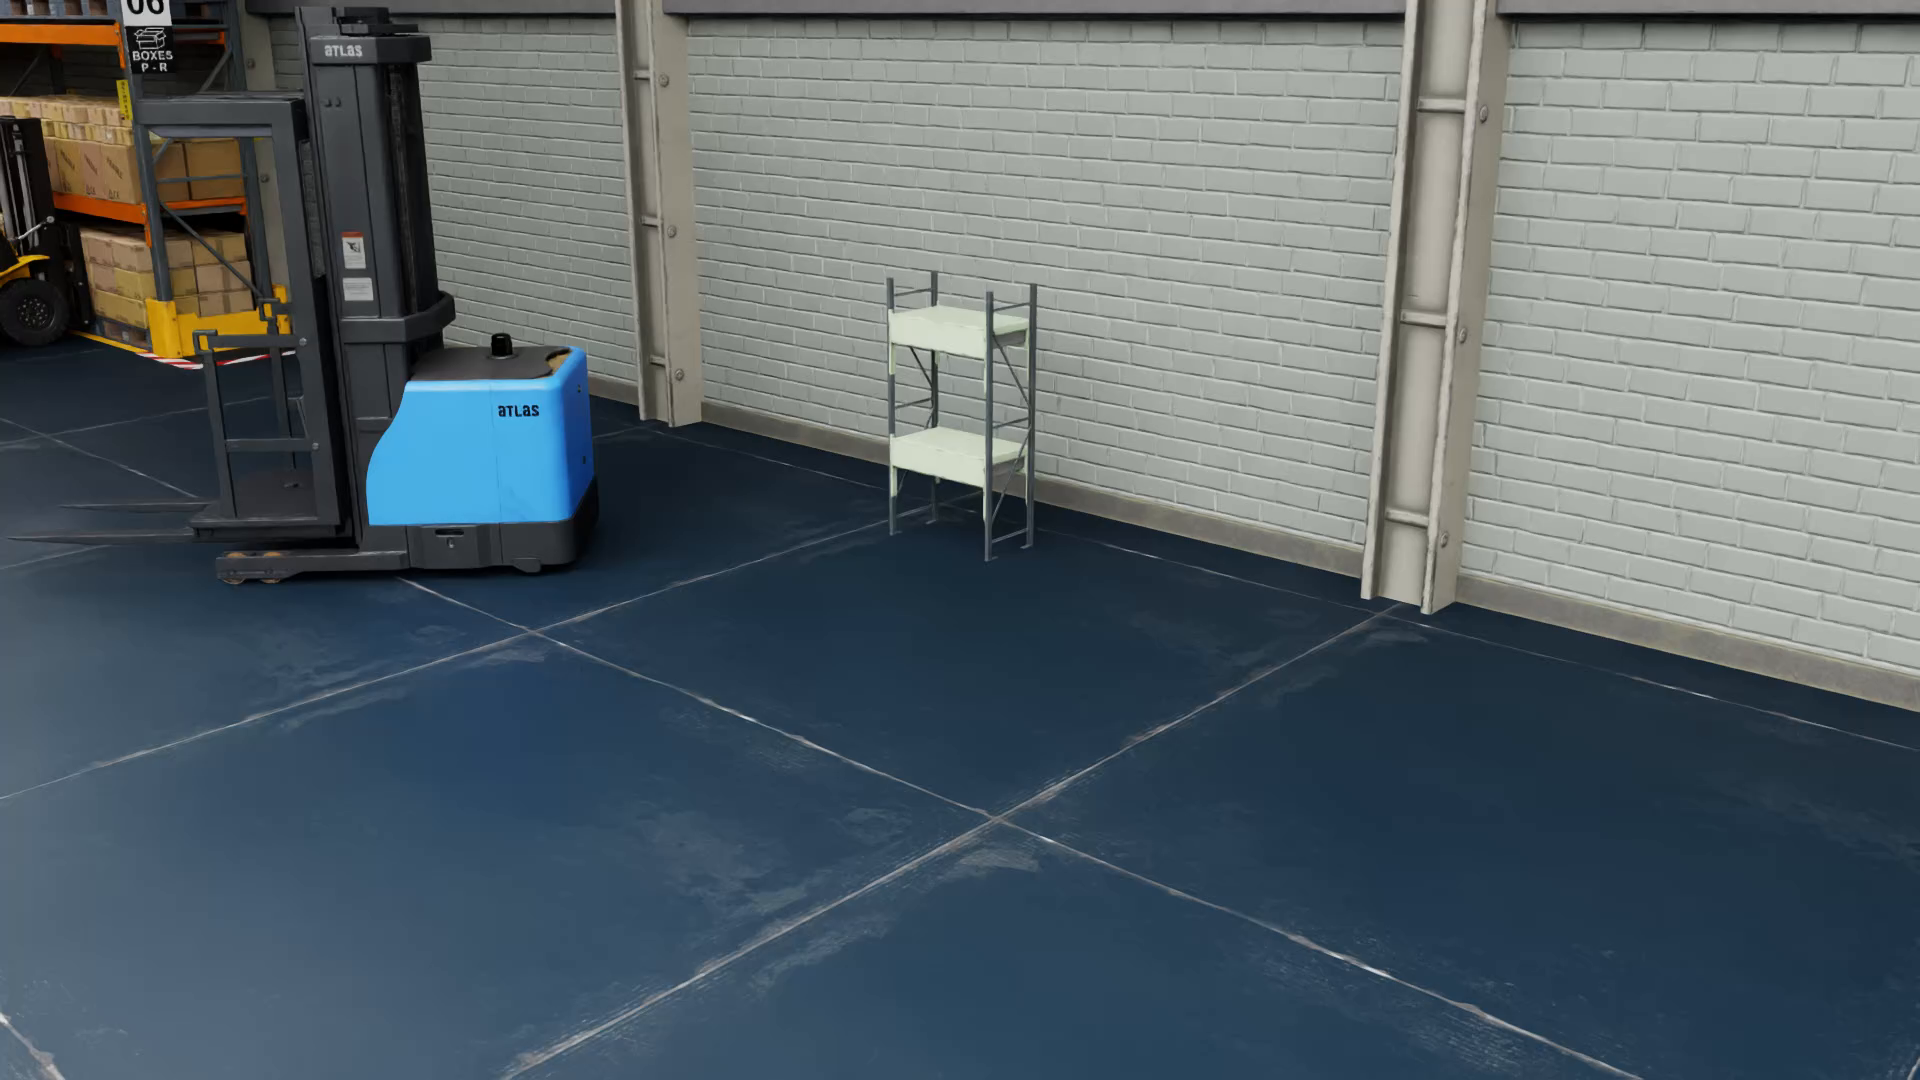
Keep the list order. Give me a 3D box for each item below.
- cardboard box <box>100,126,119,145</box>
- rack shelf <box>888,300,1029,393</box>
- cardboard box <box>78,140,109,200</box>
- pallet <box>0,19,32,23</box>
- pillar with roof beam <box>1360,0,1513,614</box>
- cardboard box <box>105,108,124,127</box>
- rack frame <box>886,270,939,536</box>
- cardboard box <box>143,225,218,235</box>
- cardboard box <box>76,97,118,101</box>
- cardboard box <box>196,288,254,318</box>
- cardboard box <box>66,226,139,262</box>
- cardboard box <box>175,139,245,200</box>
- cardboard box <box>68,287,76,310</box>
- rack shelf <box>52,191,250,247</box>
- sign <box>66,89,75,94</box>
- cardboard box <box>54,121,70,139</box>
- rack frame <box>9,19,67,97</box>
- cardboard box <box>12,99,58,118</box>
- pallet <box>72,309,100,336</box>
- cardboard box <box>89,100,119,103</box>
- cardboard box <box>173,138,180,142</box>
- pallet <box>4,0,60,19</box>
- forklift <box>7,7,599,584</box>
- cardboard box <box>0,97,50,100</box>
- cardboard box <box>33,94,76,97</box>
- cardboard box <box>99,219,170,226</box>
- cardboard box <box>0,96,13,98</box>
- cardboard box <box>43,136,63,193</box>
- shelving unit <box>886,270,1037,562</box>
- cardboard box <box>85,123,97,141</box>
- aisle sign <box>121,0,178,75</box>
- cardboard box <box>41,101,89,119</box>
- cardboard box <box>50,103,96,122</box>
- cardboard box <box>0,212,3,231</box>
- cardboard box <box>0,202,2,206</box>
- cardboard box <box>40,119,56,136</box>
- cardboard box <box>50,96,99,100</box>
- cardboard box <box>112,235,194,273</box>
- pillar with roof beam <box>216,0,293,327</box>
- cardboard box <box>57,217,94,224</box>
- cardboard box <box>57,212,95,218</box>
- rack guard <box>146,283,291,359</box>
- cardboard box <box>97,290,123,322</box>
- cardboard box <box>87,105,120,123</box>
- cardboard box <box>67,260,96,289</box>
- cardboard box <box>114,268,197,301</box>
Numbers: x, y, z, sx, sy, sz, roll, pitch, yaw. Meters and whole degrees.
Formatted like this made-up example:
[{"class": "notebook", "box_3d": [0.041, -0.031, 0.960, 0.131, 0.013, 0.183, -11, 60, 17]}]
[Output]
[{"class": "cardboard box", "box_3d": [-7.375, -3.599, 14.755, 0.250, 0.149, 0.380, 16, 23, 40]}, {"class": "rack shelf", "box_3d": [0.005, -1.085, 9.263, 0.720, 0.370, 0.431, 15, 23, 39]}, {"class": "cardboard box", "box_3d": [-7.643, -3.385, 15.153, 0.500, 0.500, 0.500, 16, 24, 41]}, {"class": "pallet", "box_3d": [-10.379, -5.507, 17.363, 1.217, 0.209, 0.805, 14, 22, 37]}, {"class": "pillar with roof beam", "box_3d": [-0.523, -3.011, 4.223, 0.400, 9.000, 9.100, 15, 23, 39]}, {"class": "cardboard box", "box_3d": [-7.332, -3.757, 14.761, 0.250, 0.149, 0.380, 15, 23, 39]}, {"class": "rack frame", "box_3d": [-0.269, -0.787, 9.612, 0.023, 1.500, 0.400, 15, 23, 39]}, {"class": "cardboard box", "box_3d": [-7.329, -2.796, 15.662, 0.500, 0.250, 0.500, 15, 23, 39]}, {"class": "cardboard box", "box_3d": [-8.495, -4.295, 16.456, 0.250, 0.149, 0.380, 15, 23, 38]}, {"class": "cardboard box", "box_3d": [-6.956, -2.224, 15.511, 0.500, 0.250, 0.500, 15, 23, 39]}, {"class": "cardboard box", "box_3d": [-8.040, -2.780, 15.610, 0.500, 0.250, 0.500, 15, 23, 40]}, {"class": "cardboard box", "box_3d": [-6.905, -3.401, 15.205, 0.500, 0.500, 0.500, 16, 24, 41]}, {"class": "cardboard box", "box_3d": [-8.417, -2.407, 16.090, 0.500, 0.250, 0.500, 16, 24, 41]}, {"class": "rack shelf", "box_3d": [-8.215, -3.250, 16.083, 4.000, 0.370, 1.077, 15, 23, 39]}, {"class": "sign", "box_3d": [-9.343, -4.571, 17.493, 0.005, 0.325, 0.100, 15, 23, 39]}, {"class": "cardboard box", "box_3d": [-8.140, -3.806, 15.409, 0.250, 0.149, 0.380, 15, 23, 40]}, {"class": "rack frame", "box_3d": [-9.710, -3.994, 17.239, 0.127, 3.000, 1.000, 15, 23, 39]}, {"class": "cardboard box", "box_3d": [-8.880, -4.160, 16.031, 0.250, 0.149, 0.380, 15, 23, 38]}, {"class": "pallet", "box_3d": [-8.227, -2.251, 16.356, 1.213, 0.211, 1.003, 15, 23, 39]}, {"class": "cardboard box", "box_3d": [-8.166, -4.175, 16.079, 0.250, 0.149, 0.380, 16, 24, 41]}, {"class": "cardboard box", "box_3d": [-7.027, -3.710, 15.106, 0.250, 0.149, 0.380, 15, 23, 39]}, {"class": "pallet", "box_3d": [-8.147, -4.972, 15.506, 1.213, 0.211, 1.003, 15, 23, 39]}, {"class": "forklift", "box_3d": [-3.623, -1.326, 8.945, 3.031, 2.935, 1.130, -1, 18, -4]}, {"class": "cardboard box", "box_3d": [-9.217, -4.281, 16.412, 0.250, 0.149, 0.380, 14, 23, 38]}, {"class": "cardboard box", "box_3d": [-9.271, -4.497, 17.094, 0.250, 0.149, 0.380, 15, 23, 39]}, {"class": "cardboard box", "box_3d": [-8.074, -3.004, 16.315, 0.500, 0.250, 0.500, 14, 23, 38]}, {"class": "cardboard box", "box_3d": [-9.669, -4.362, 16.668, 0.250, 0.149, 0.380, 16, 23, 40]}, {"class": "cardboard box", "box_3d": [-8.410, -3.586, 15.787, 0.500, 0.500, 0.500, 15, 23, 40]}, {"class": "shelving unit", "box_3d": [0.005, -0.714, 9.381, 0.755, 1.500, 0.431, 15, 23, 39]}, {"class": "cardboard box", "box_3d": [-7.706, -3.717, 15.128, 0.250, 0.149, 0.380, 15, 23, 39]}, {"class": "aisle sign", "box_3d": [-6.865, -4.351, 14.064, 0.004, 0.787, 0.394, 15, 23, 39]}, {"class": "cardboard box", "box_3d": [-8.455, -4.075, 15.764, 0.250, 0.149, 0.380, 15, 23, 39]}, {"class": "cardboard box", "box_3d": [-8.148, -3.948, 15.363, 0.250, 0.149, 0.380, 16, 23, 40]}, {"class": "cardboard box", "box_3d": [-9.557, -3.192, 16.911, 0.500, 0.250, 0.500, 15, 23, 38]}, {"class": "cardboard box", "box_3d": [-11.247, -3.473, 18.828, 0.625, 0.625, 0.875, 14, 22, 37]}, {"class": "cardboard box", "box_3d": [-8.503, -3.913, 15.744, 0.250, 0.149, 0.380, 14, 23, 38]}, {"class": "cardboard box", "box_3d": [-8.904, -4.387, 16.748, 0.250, 0.149, 0.380, 15, 23, 39]}, {"class": "cardboard box", "box_3d": [-7.270, -2.579, 14.979, 0.500, 0.250, 0.500, 16, 24, 41]}, {"class": "pillar with roof beam", "box_3d": [-9.499, -5.420, 11.815, 0.400, 9.000, 9.100, 15, 23, 39]}, {"class": "cardboard box", "box_3d": [-8.801, -2.990, 16.273, 0.500, 0.250, 0.500, 16, 24, 41]}, {"class": "cardboard box", "box_3d": [-8.825, -3.207, 16.957, 0.500, 0.250, 0.500, 15, 23, 38]}, {"class": "rack guard", "box_3d": [-6.701, -1.995, 15.072, 0.348, 0.500, 1.175, 15, 23, 39]}, {"class": "cardboard box", "box_3d": [-7.645, -2.206, 15.454, 0.500, 0.250, 0.500, 15, 23, 39]}, {"class": "cardboard box", "box_3d": [-7.682, -3.870, 15.117, 0.250, 0.149, 0.380, 15, 23, 40]}, {"class": "cardboard box", "box_3d": [-8.058, -2.548, 15.707, 0.500, 0.250, 0.500, 14, 23, 38]}, {"class": "cardboard box", "box_3d": [-7.290, -2.346, 15.070, 0.500, 0.250, 0.500, 15, 23, 39]}]
